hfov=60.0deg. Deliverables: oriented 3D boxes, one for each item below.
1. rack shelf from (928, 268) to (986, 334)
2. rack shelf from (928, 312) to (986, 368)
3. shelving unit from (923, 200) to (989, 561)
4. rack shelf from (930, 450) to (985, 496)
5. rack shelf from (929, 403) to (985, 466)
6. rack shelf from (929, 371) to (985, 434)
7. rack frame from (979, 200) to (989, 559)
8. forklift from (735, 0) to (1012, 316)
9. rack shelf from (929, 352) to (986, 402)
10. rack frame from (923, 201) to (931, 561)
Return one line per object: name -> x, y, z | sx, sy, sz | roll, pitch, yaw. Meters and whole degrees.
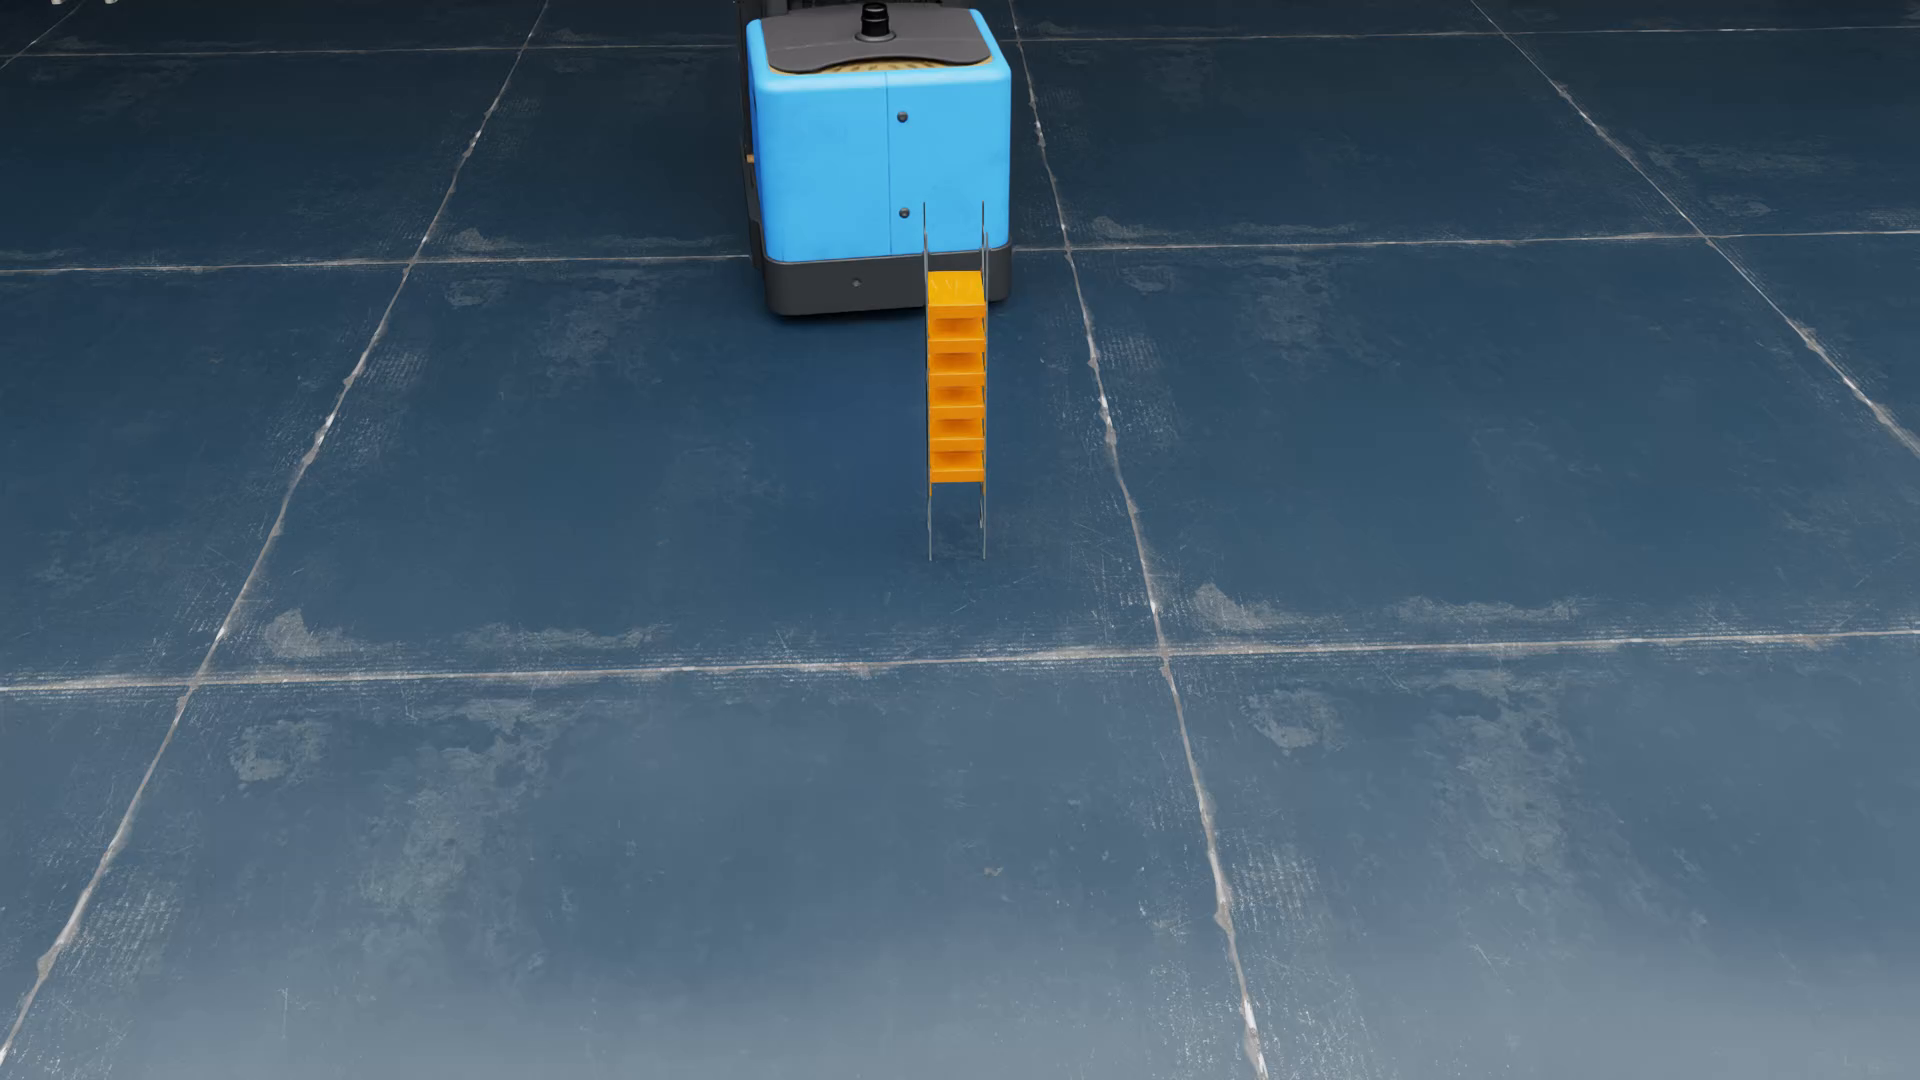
rack shelf -> -0.014, -0.752, 5.228 | 0.180, 0.103, 0.258 | -2, 35, -2
rack shelf -> -0.014, -0.654, 5.297 | 0.180, 0.103, 0.258 | -2, 35, -2
shelving unit -> -0.014, -0.493, 5.408 | 0.189, 1.200, 0.258 | -2, 35, -2
rack shelf -> -0.014, -0.259, 5.570 | 0.180, 0.103, 0.258 | -2, 35, -2
rack shelf -> -0.014, -0.358, 5.502 | 0.180, 0.103, 0.258 | -2, 35, -2
rack shelf -> -0.014, -0.456, 5.433 | 0.180, 0.103, 0.258 | -2, 35, -2
rack frame -> 0.077, -0.495, 5.412 | 0.006, 1.200, 0.240 | -2, 35, -2
forklift -> -0.515, -2.977, 7.476 | 1.130, 2.935, 3.031 | -5, 35, -7
rack shelf -> -0.014, -0.555, 5.365 | 0.180, 0.103, 0.258 | -2, 35, -2
rack frame -> -0.106, -0.491, 5.404 | 0.006, 1.200, 0.240 | -2, 35, -2
